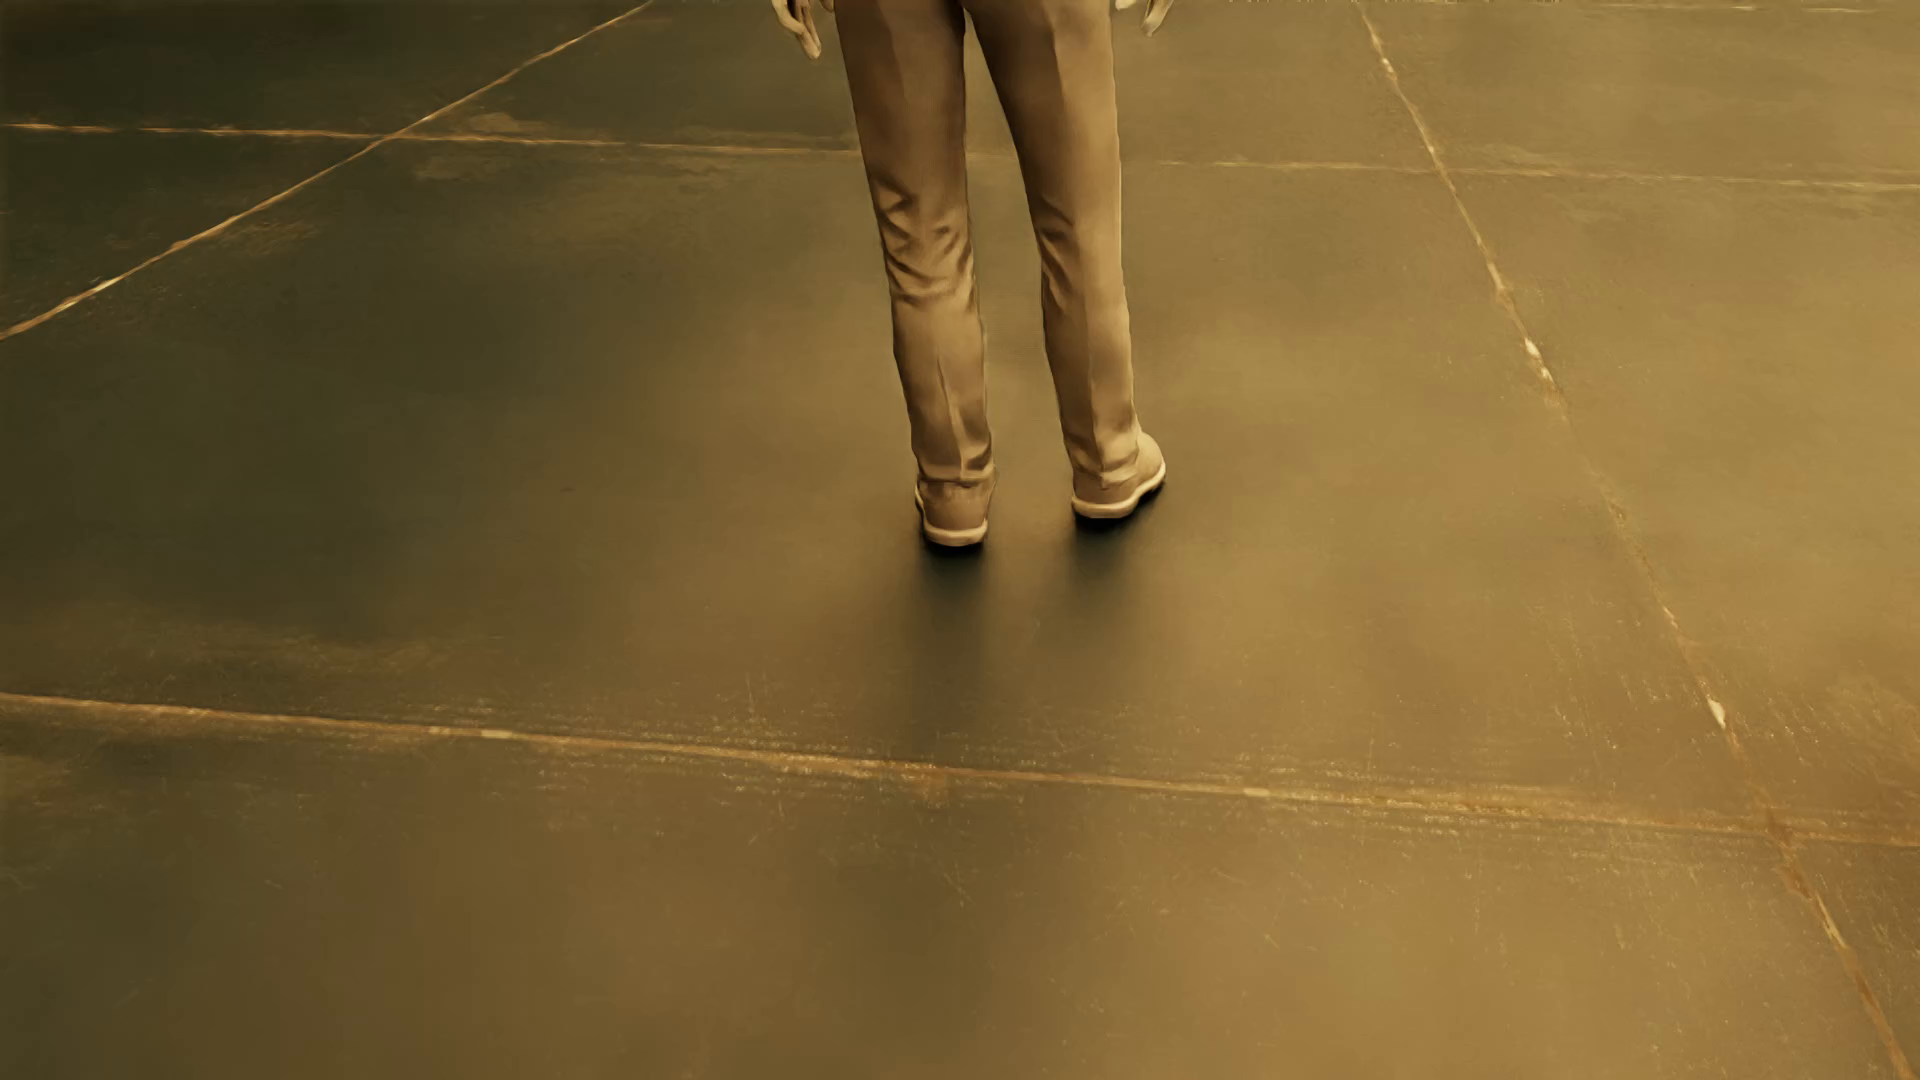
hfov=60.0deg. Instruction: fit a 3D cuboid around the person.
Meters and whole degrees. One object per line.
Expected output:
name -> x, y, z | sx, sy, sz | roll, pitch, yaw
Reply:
person -> 0.016, -0.795, 2.177 | 0.586, 1.695, 0.532 | 3, 27, 7
